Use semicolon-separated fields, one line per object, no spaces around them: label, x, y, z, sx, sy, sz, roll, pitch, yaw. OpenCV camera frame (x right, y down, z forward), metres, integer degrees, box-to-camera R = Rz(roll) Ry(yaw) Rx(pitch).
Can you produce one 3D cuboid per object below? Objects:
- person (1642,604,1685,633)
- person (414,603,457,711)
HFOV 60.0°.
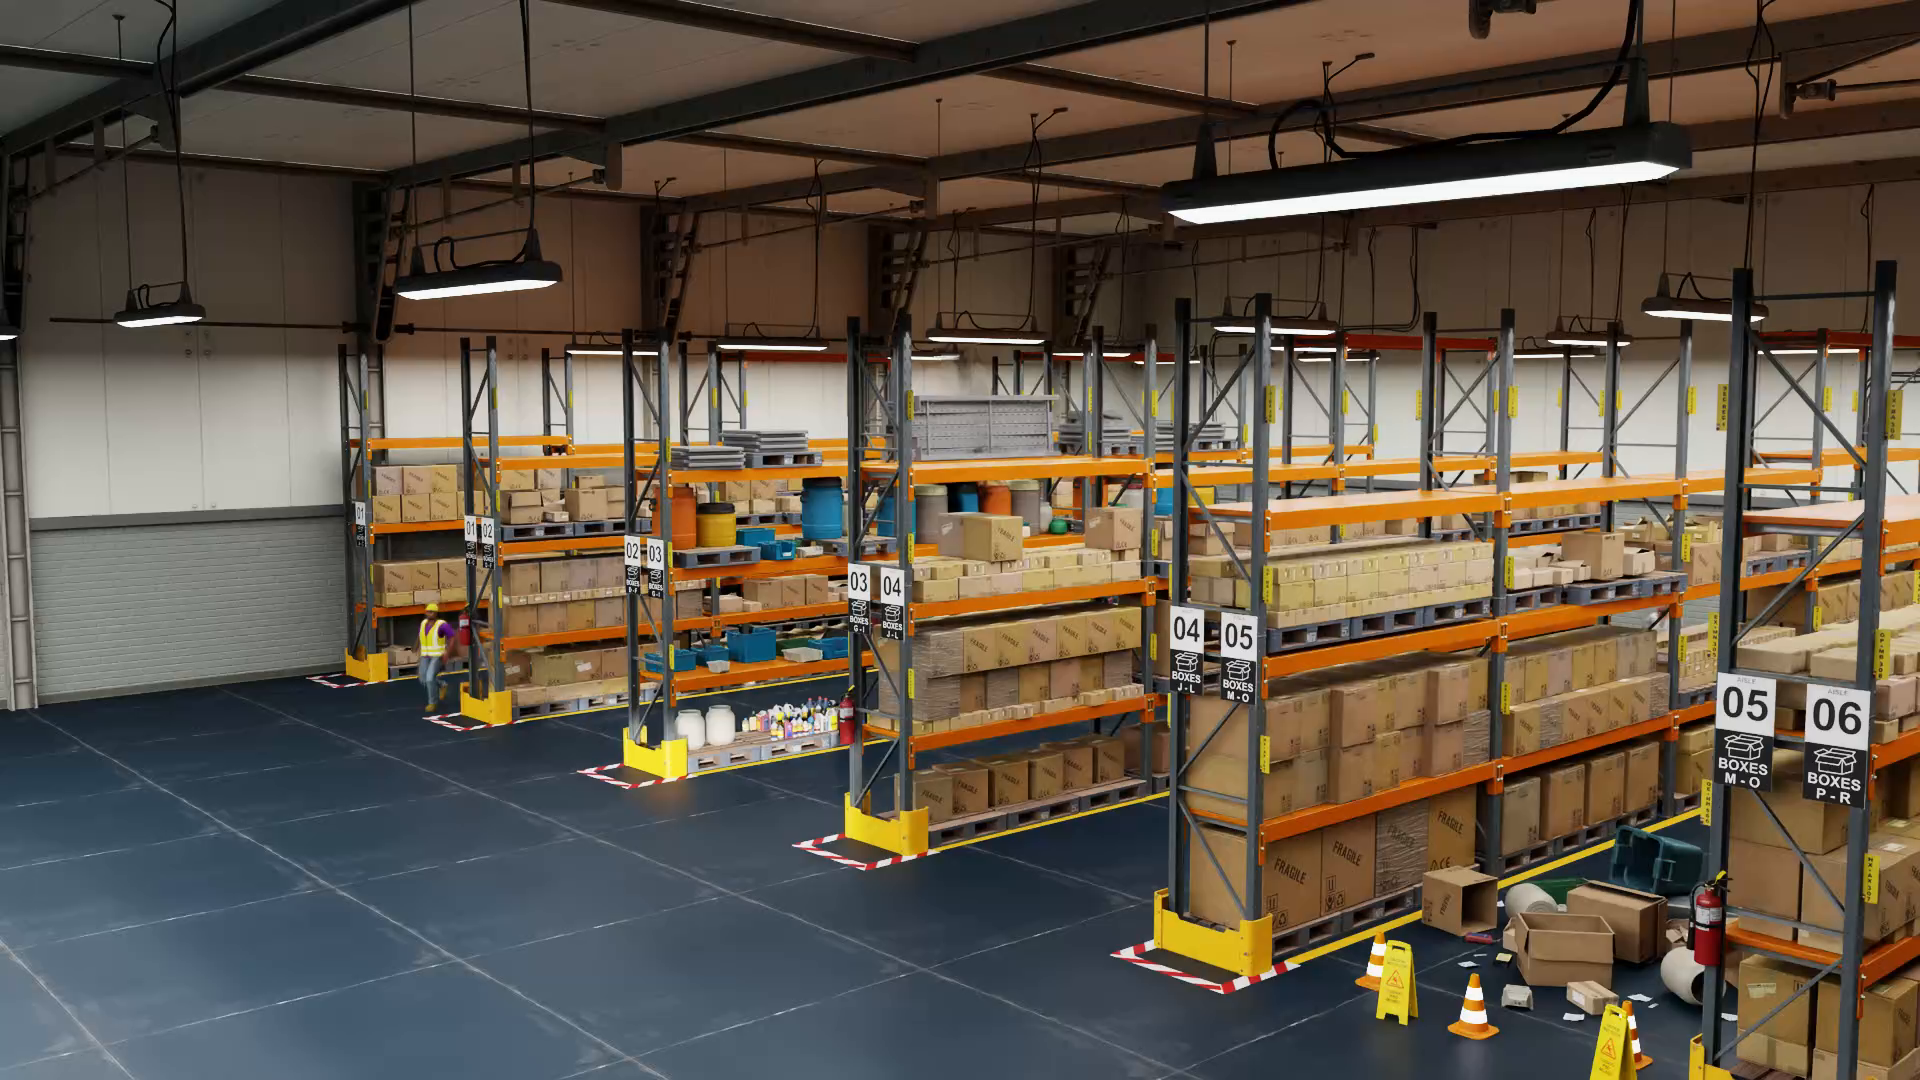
person;11.664;1.823;27.644;0.685;1.747;0.512;3;6;26
person;-8.562;1.888;27.095;0.737;1.735;0.603;2;6;24
